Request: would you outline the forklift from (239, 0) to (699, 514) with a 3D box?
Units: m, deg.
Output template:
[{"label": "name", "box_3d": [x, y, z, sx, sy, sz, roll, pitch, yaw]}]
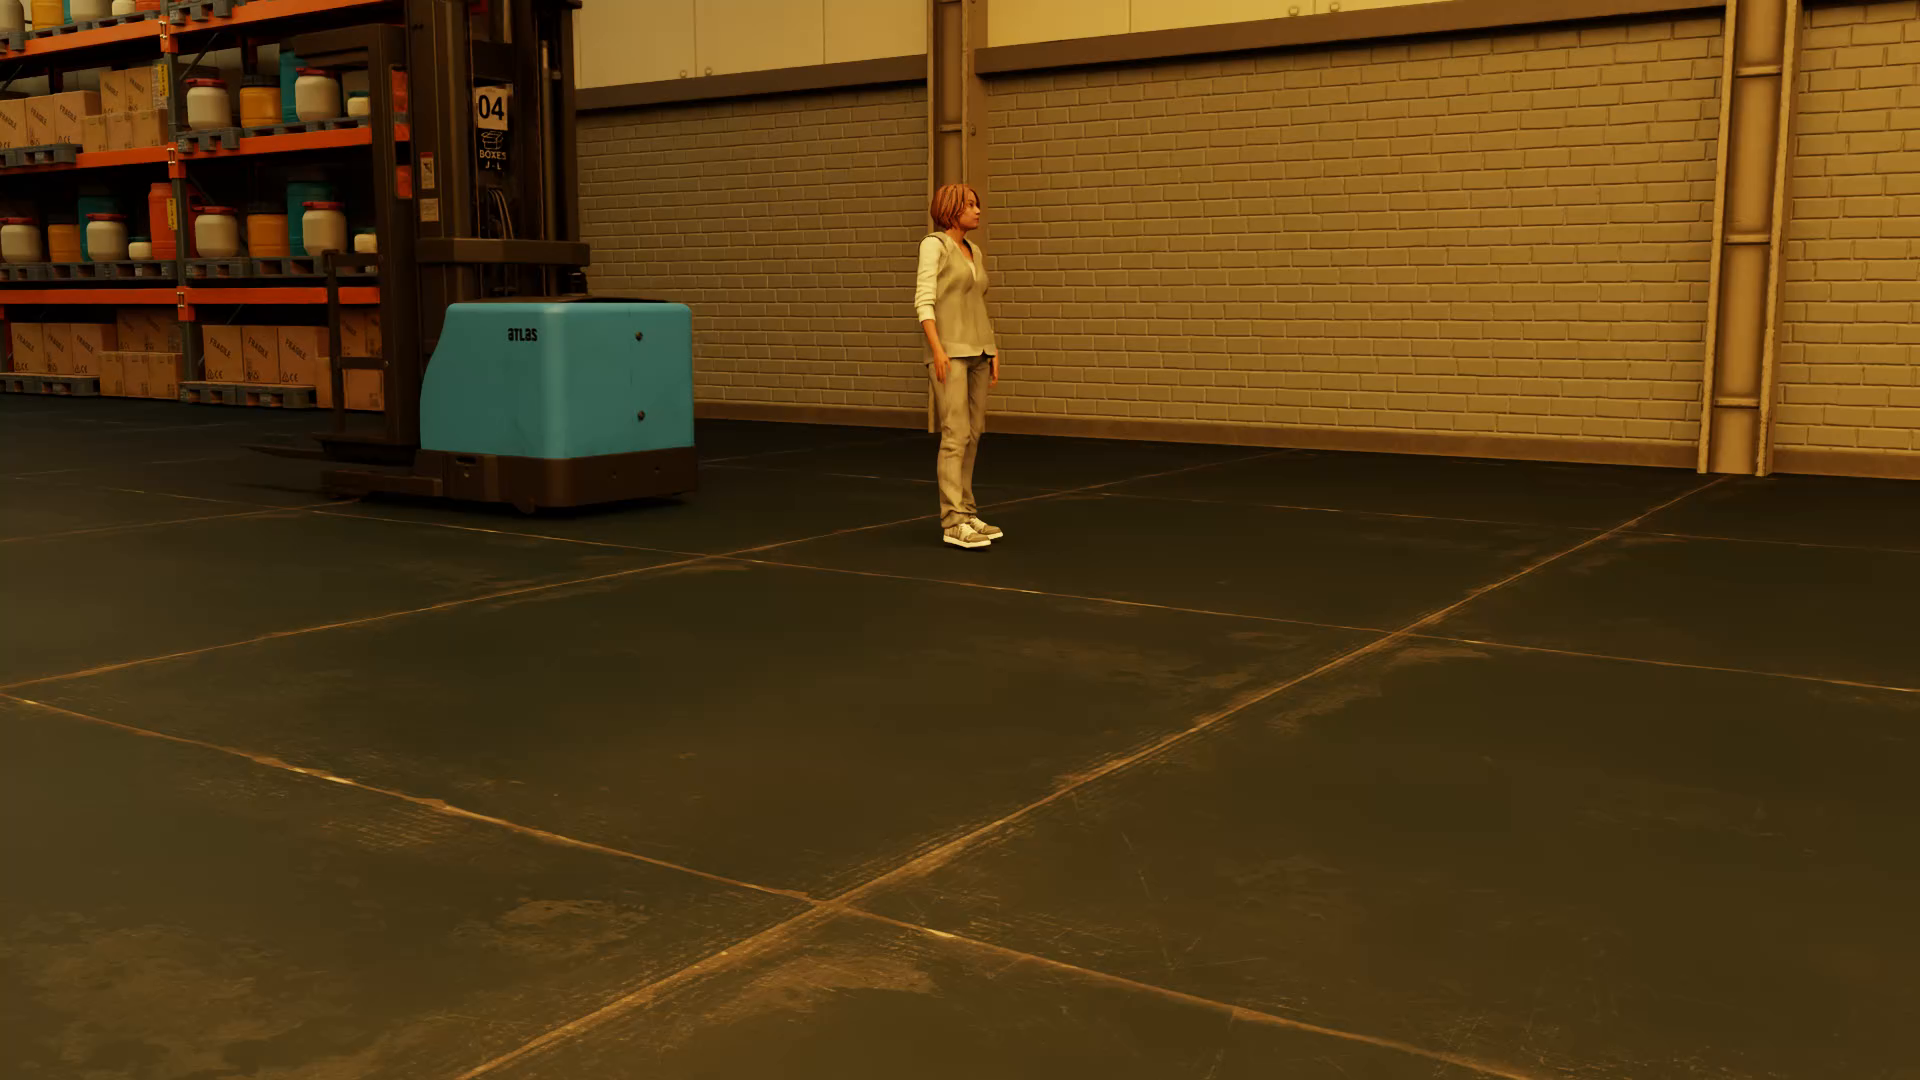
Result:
[{"label": "forklift", "box_3d": [-2.917, -1.716, 9.262, 3.031, 2.935, 1.130, 6, 10, 34]}]

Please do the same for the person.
[{"label": "person", "box_3d": [0.054, -0.791, 7.437, 0.473, 1.599, 0.520, 5, 10, 34]}]
